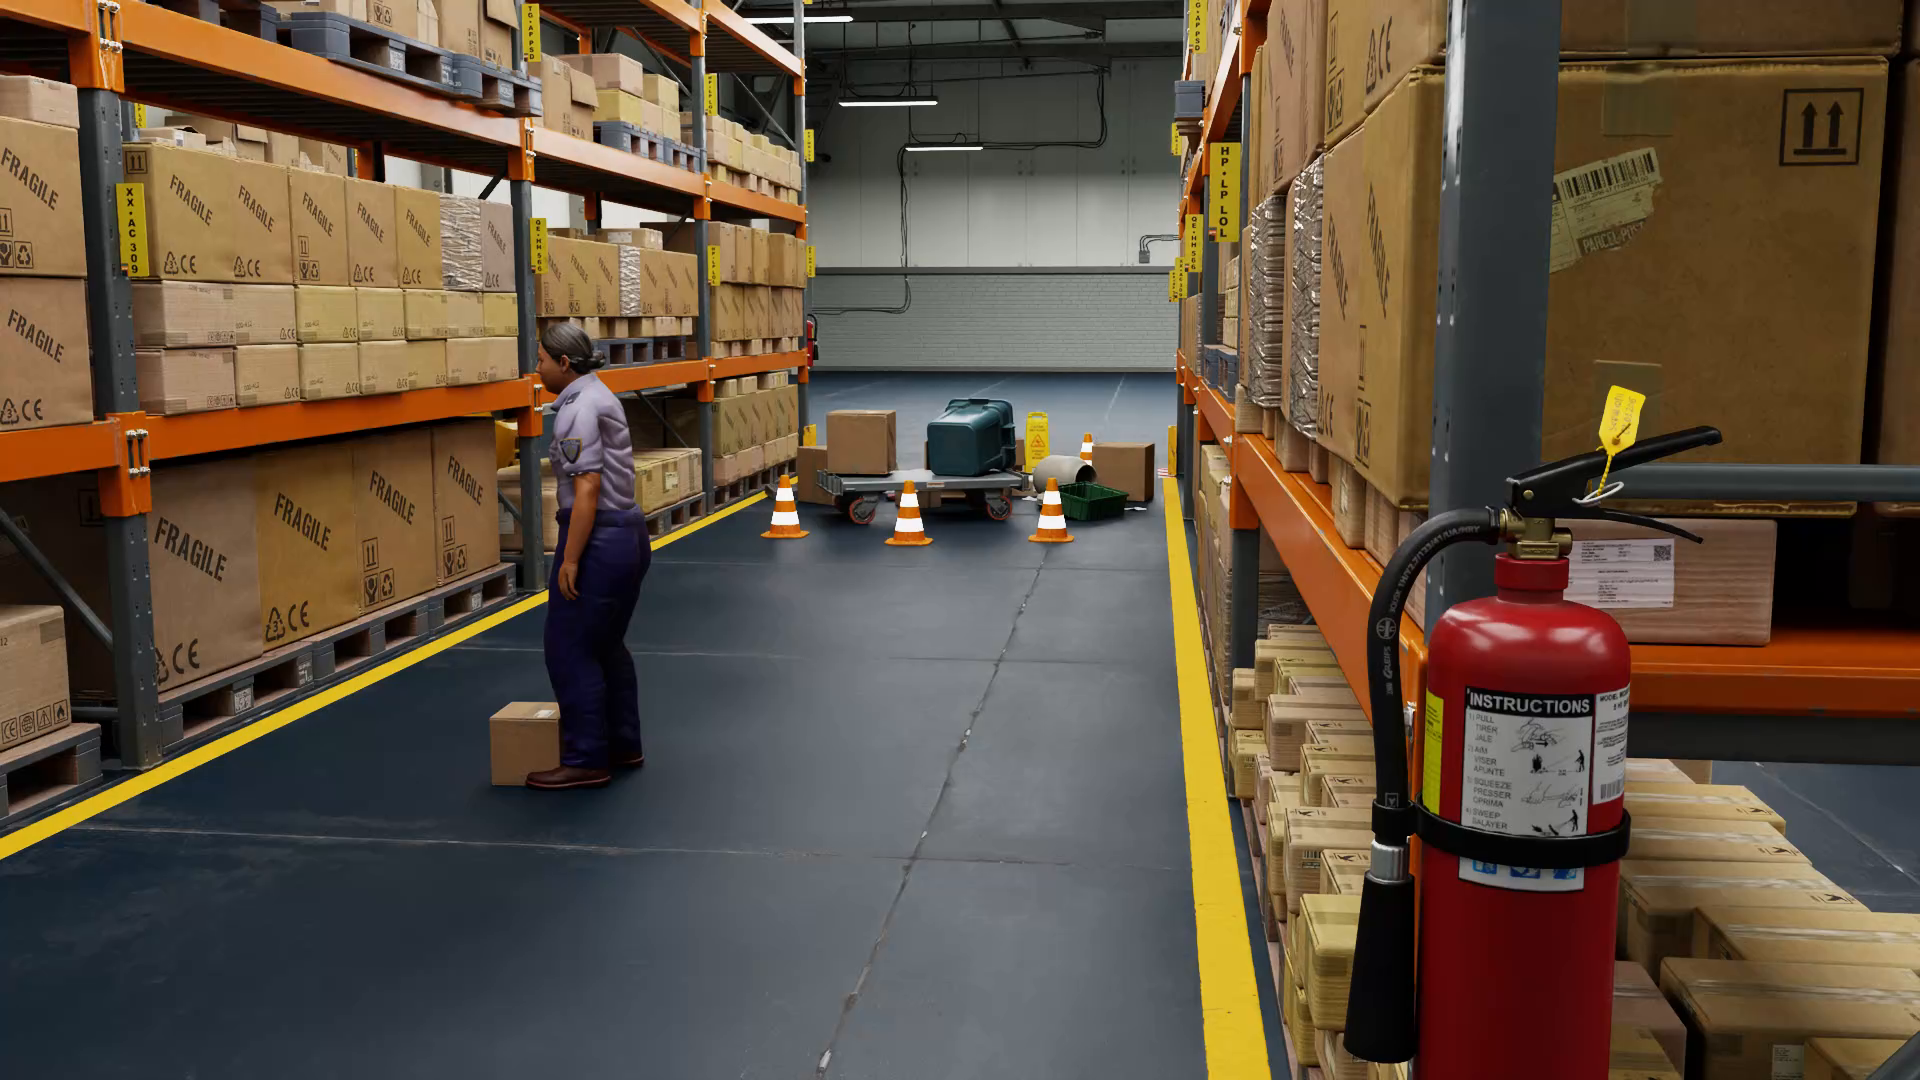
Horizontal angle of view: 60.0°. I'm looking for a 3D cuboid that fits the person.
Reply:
[{"bbox_3d":[-1.337,0.053,5.956,0.426,1.647,0.562,0,8,3],"label":"person"}]
